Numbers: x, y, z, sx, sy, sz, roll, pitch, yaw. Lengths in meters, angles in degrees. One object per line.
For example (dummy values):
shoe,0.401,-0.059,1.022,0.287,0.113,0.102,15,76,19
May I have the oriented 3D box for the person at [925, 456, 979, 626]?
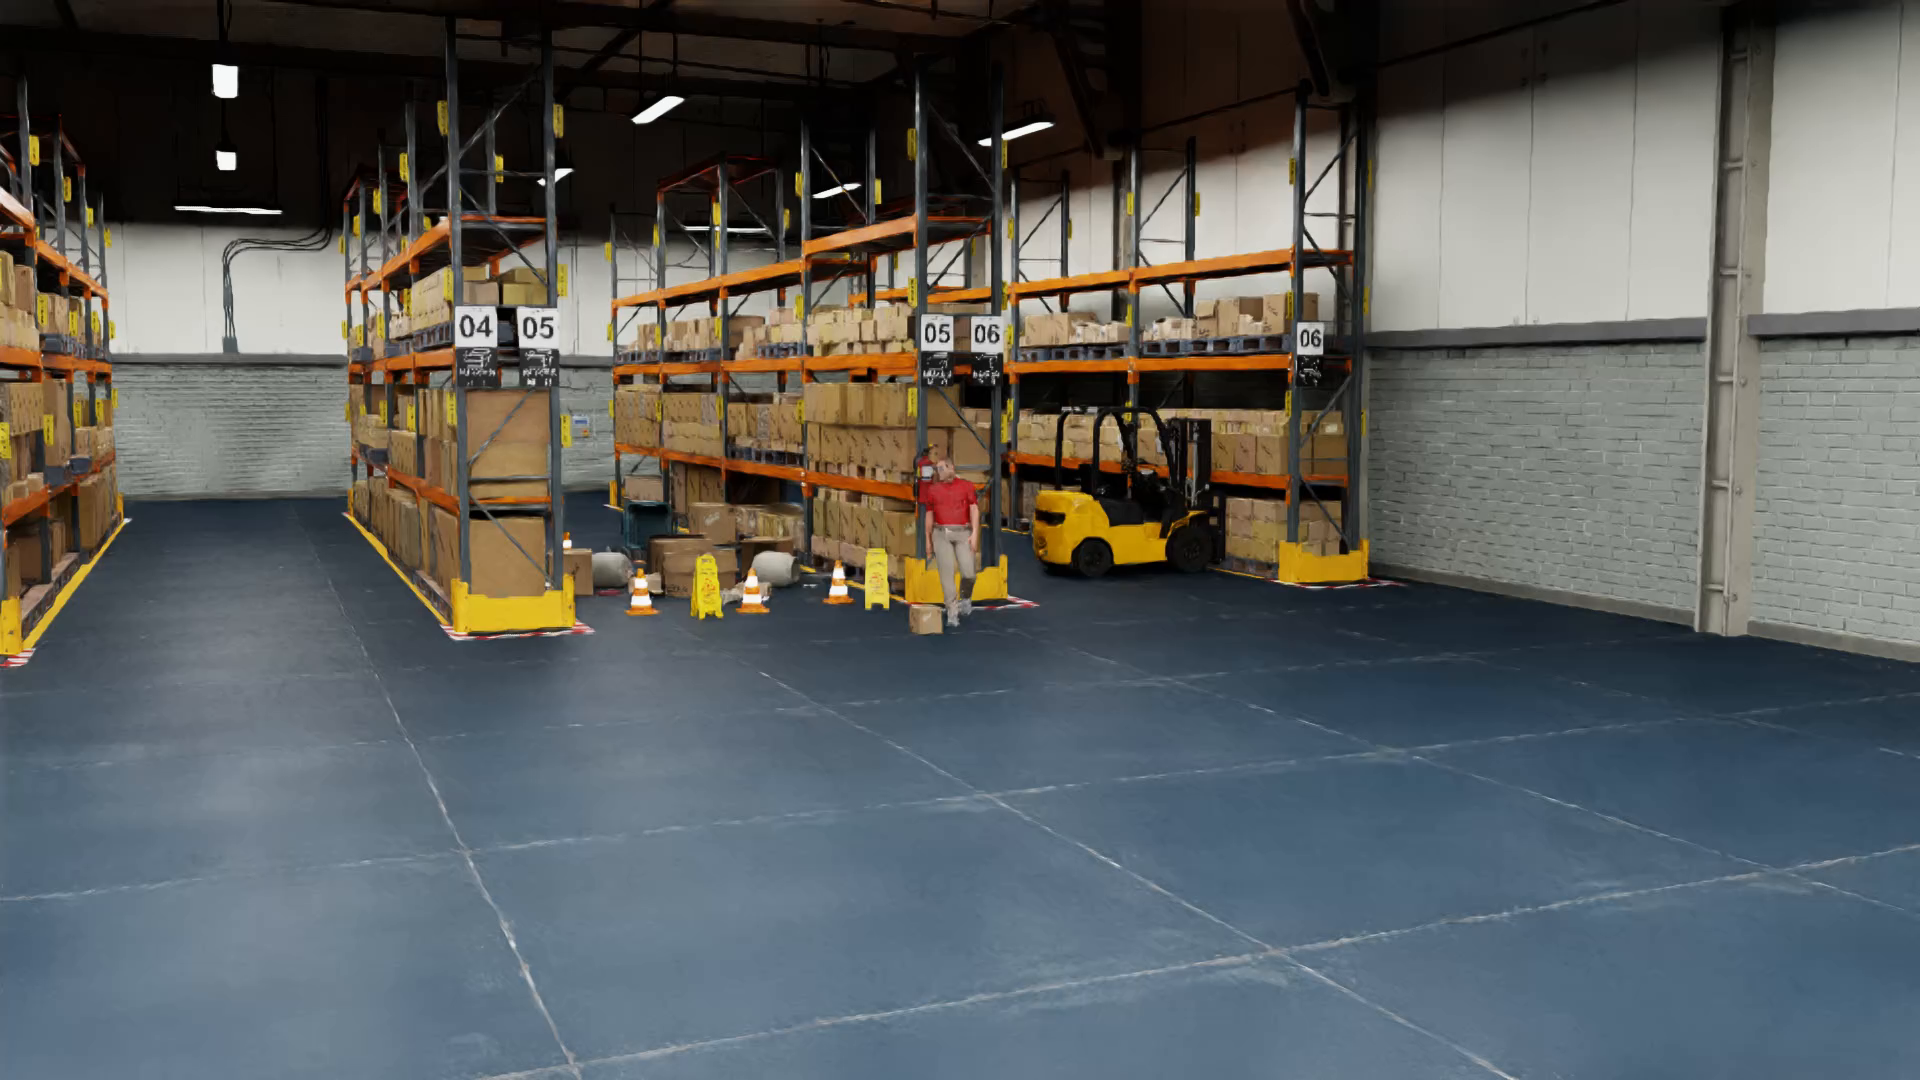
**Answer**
person,-0.083,-0.003,17.037,0.562,1.707,0.723,0,5,4
